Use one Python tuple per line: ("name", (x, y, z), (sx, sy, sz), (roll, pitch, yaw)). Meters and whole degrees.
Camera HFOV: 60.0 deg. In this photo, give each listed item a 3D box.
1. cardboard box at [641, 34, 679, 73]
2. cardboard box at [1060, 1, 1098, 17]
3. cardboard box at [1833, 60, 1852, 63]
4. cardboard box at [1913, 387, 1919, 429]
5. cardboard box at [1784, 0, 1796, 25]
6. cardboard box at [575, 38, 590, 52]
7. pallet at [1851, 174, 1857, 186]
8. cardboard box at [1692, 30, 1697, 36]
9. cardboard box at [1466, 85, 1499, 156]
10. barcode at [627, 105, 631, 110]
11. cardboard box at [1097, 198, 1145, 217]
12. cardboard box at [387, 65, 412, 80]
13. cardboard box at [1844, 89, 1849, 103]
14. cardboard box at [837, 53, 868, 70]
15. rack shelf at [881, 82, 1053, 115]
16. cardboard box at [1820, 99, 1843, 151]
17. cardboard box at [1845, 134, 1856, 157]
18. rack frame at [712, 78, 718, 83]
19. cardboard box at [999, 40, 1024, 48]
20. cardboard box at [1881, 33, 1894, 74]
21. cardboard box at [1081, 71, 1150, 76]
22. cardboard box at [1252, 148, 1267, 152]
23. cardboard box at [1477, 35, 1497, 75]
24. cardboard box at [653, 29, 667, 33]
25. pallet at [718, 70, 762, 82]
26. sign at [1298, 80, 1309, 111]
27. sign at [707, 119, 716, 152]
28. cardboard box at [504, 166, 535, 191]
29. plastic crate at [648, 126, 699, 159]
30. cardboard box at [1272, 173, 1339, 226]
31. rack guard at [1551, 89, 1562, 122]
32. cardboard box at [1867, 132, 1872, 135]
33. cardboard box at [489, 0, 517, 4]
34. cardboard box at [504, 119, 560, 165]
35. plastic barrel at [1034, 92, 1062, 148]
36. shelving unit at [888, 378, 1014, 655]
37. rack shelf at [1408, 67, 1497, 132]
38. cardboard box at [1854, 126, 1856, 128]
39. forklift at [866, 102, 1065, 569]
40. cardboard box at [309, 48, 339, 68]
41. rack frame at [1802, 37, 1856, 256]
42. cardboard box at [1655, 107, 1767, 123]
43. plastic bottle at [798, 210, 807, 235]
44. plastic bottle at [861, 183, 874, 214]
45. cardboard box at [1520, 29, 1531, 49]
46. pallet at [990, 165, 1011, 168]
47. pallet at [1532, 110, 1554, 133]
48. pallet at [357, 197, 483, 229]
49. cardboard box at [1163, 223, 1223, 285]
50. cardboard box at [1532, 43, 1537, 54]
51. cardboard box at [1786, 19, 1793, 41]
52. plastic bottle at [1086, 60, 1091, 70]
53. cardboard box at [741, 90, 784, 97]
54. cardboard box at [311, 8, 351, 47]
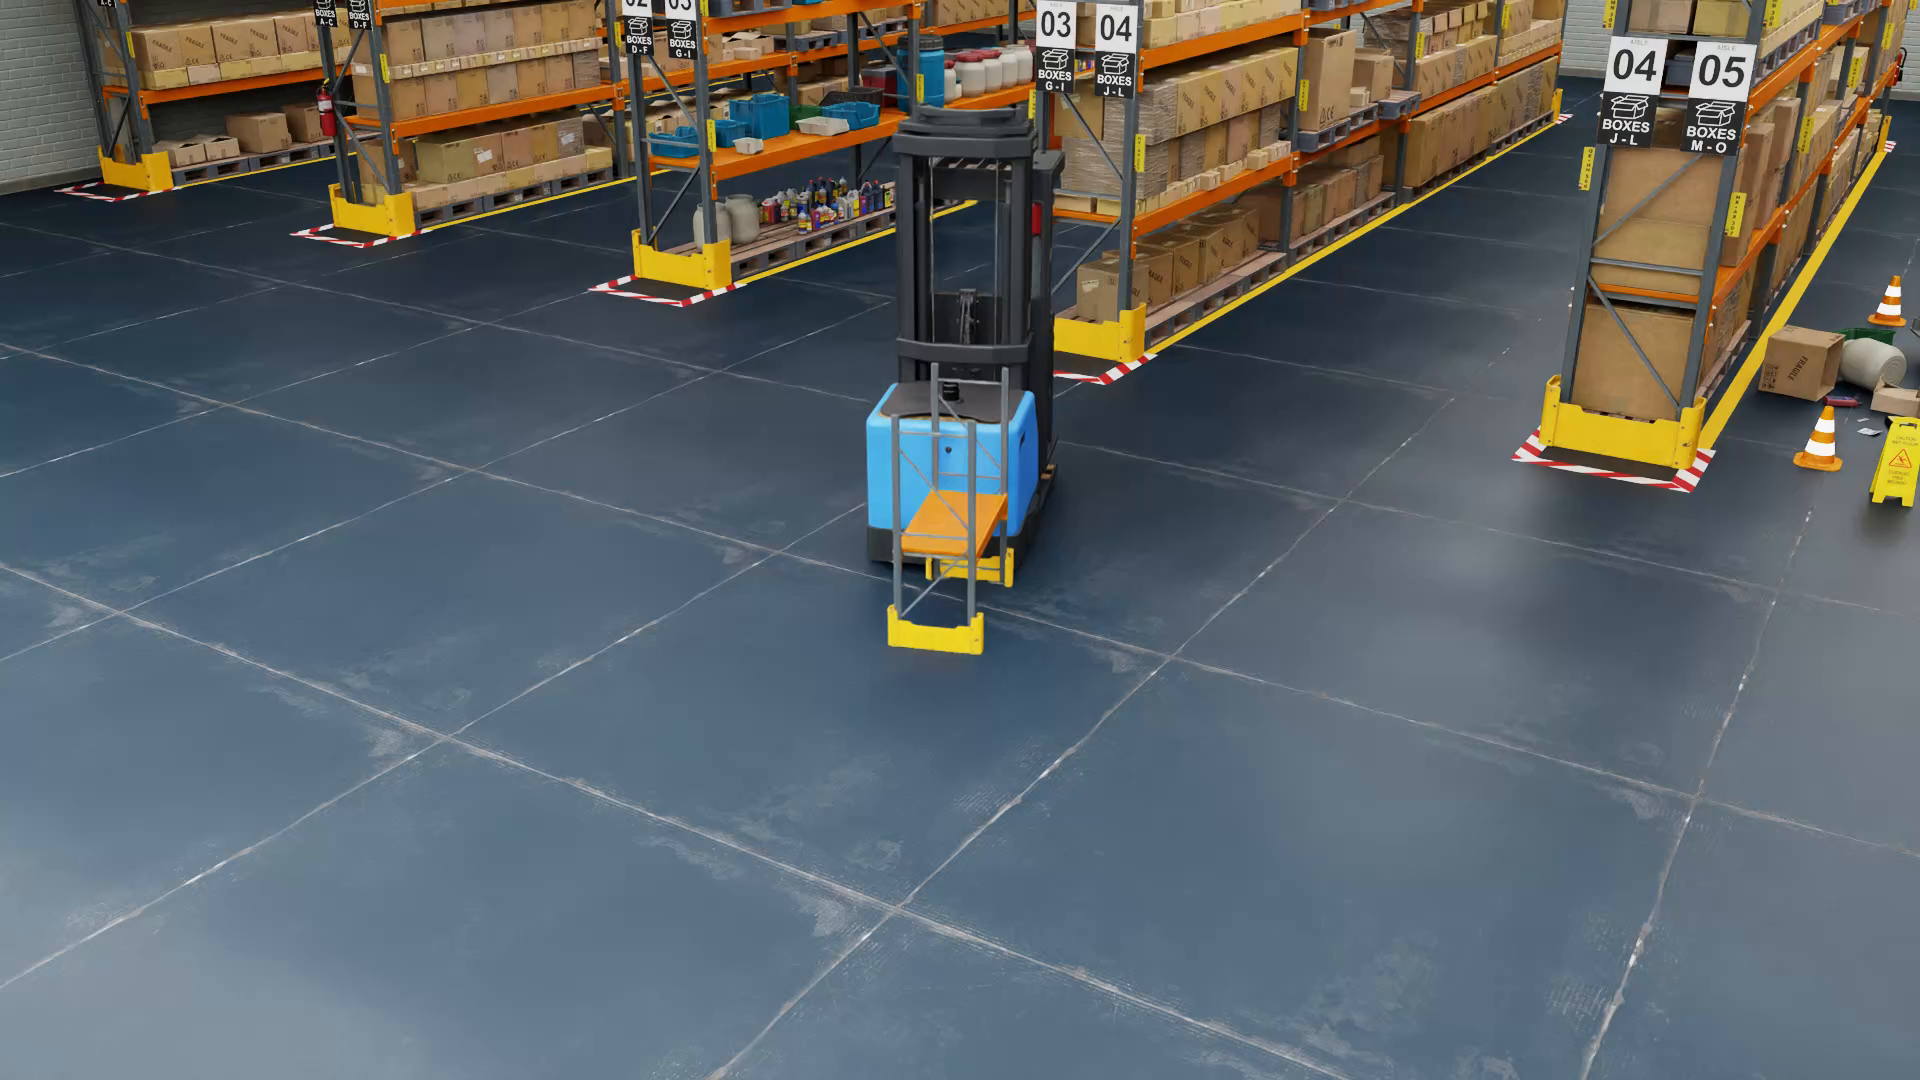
("cardboard box", (-4.463, -7.088, 24.221), (0.500, 0.500, 0.500), (16, 28, 33))
("cardboard box", (1.025, -4.831, 15.045), (0.380, 0.149, 0.250), (14, 27, 29))
("cardboard box", (10.759, -5.801, 20.413), (0.380, 0.149, 0.250), (13, 27, 28))
("cardboard box", (8.339, -1.082, 13.616), (0.797, 0.503, 0.637), (-3, 24, -7))
("cardboard box", (6.309, -4.242, 13.157), (0.500, 0.250, 0.500), (14, 27, 29))
("cardboard box", (-5.254, -6.732, 22.583), (0.380, 0.149, 0.250), (13, 27, 28))
("pallet", (11.959, -5.112, 23.293), (1.003, 0.211, 1.213), (14, 27, 29))
("cardboard box", (5.729, -4.134, 13.411), (0.380, 0.149, 0.250), (13, 27, 28))
("cardboard box", (7.153, -6.229, 24.508), (1.225, 0.875, 0.875), (14, 27, 29))
("barcode", (-4.672, -6.103, 23.456), (0.001, 0.075, 0.075), (14, 27, 29))
("cardboard box", (1.497, -3.112, 15.479), (0.380, 0.149, 0.250), (14, 27, 29))
("cardboard box", (-6.880, -5.689, 20.174), (0.380, 0.149, 0.250), (14, 27, 29))
("cardboard box", (10.630, -5.442, 20.332), (0.380, 0.149, 0.250), (14, 27, 30))
("cardboard box", (-1.930, -8.258, 28.698), (0.500, 0.250, 0.500), (14, 27, 29))
("rack shelf", (0.101, -5.914, 22.541), (1.077, 0.370, 4.000), (14, 27, 29))
("cardboard box", (9.515, -4.645, 18.579), (0.500, 0.500, 0.500), (14, 27, 29))
("cardboard box", (11.174, -5.072, 21.365), (0.500, 0.250, 0.500), (15, 28, 31))
("rack frame", (-5.151, -10.345, 31.872), (1.000, 3.000, 0.127), (14, 27, 29))
("cardboard box", (1.092, -9.478, 32.461), (0.500, 0.500, 0.500), (14, 27, 29))
("cardboard box", (12.661, -6.786, 23.148), (0.500, 0.500, 0.500), (13, 27, 28))
("cardboard box", (1.483, -4.230, 15.986), (0.500, 0.500, 0.500), (14, 27, 29))
("cardboard box", (3.067, -4.128, 17.825), (0.380, 0.149, 0.250), (14, 27, 29))
("cardboard box", (7.459, -7.062, 24.162), (0.500, 0.500, 0.500), (14, 27, 29))
("cardboard box", (-5.383, -9.305, 31.646), (0.750, 0.750, 0.750), (14, 27, 30))
("pallet", (-4.683, -9.306, 32.981), (1.003, 0.211, 1.213), (14, 27, 29))
("sign", (3.719, -4.817, 18.013), (0.100, 0.325, 0.005), (14, 27, 29))
("sign", (-2.599, -4.229, 17.396), (0.100, 0.325, 0.005), (14, 27, 29))
("cardboard box", (-6.006, -4.830, 22.063), (0.500, 0.250, 0.500), (14, 27, 29))
("plastic crate", (-3.054, -4.383, 18.285), (0.499, 0.251, 0.616), (14, 27, 29))
("cardboard box", (4.158, -4.135, 20.118), (0.700, 0.500, 0.500), (11, 26, 24))
("rack guard", (9.597, -7.442, 28.312), (1.175, 0.500, 0.348), (14, 27, 29))
("cardboard box", (13.023, -5.855, 24.185), (0.380, 0.149, 0.250), (15, 28, 32))
("cardboard box", (-7.772, -8.888, 27.826), (0.700, 0.500, 0.500), (11, 26, 24))
("cardboard box", (-5.753, -5.345, 22.310), (0.500, 0.500, 0.500), (14, 27, 29))
("plastic barrel", (1.400, -6.285, 24.695), (0.600, 0.830, 0.708), (14, 27, 29))
("shelving unit", (-0.043, -0.219, 10.369), (0.587, 1.500, 1.083), (5, 24, 11))
("rack shelf", (6.419, -6.226, 23.262), (1.077, 0.370, 4.000), (14, 27, 29))
("cardboard box", (12.675, -5.835, 23.764), (0.380, 0.149, 0.250), (13, 26, 27))
("forklift", (0.140, -1.697, 11.981), (1.130, 2.935, 3.031), (4, 24, 10))
("cardboard box", (-9.633, -7.196, 24.760), (0.500, 0.250, 0.500), (14, 27, 29))
("rack frame", (9.524, -4.808, 19.080), (1.000, 3.000, 0.127), (14, 27, 29))
("cardboard box", (6.325, -3.361, 14.190), (0.875, 0.550, 0.500), (14, 27, 29))
("plastic bottle", (-1.843, -3.716, 19.438), (0.097, 0.271, 0.097), (0, 23, 0))
("plastic bottle", (-1.150, -4.213, 20.487), (0.144, 0.351, 0.185), (12, 26, 26))
("cardboard box", (8.479, -7.746, 25.681), (0.500, 0.250, 0.500), (15, 27, 30))
("pallet", (0.714, -5.386, 23.926), (1.003, 0.211, 1.213), (14, 27, 29))
("pallet", (9.229, -7.015, 27.690), (1.003, 0.211, 1.213), (14, 27, 29))
("pallet", (-6.902, -4.246, 21.292), (1.003, 0.211, 1.213), (14, 27, 29))
("cardboard box", (2.453, -3.029, 17.590), (0.500, 0.500, 0.500), (11, 26, 24))
("cardboard box", (8.869, -7.761, 26.218), (0.380, 0.149, 0.250), (14, 27, 30))
("cardboard box", (6.423, -4.082, 13.290), (0.380, 0.149, 0.250), (14, 27, 29))
("plastic bottle", (1.871, -7.045, 24.396), (0.061, 0.283, 0.133), (14, 27, 29))
("cardboard box", (-3.117, -6.918, 26.182), (0.500, 0.311, 0.500), (15, 27, 30))
("cardboard box", (-9.357, -7.705, 24.993), (0.500, 0.500, 0.500), (14, 27, 29))
